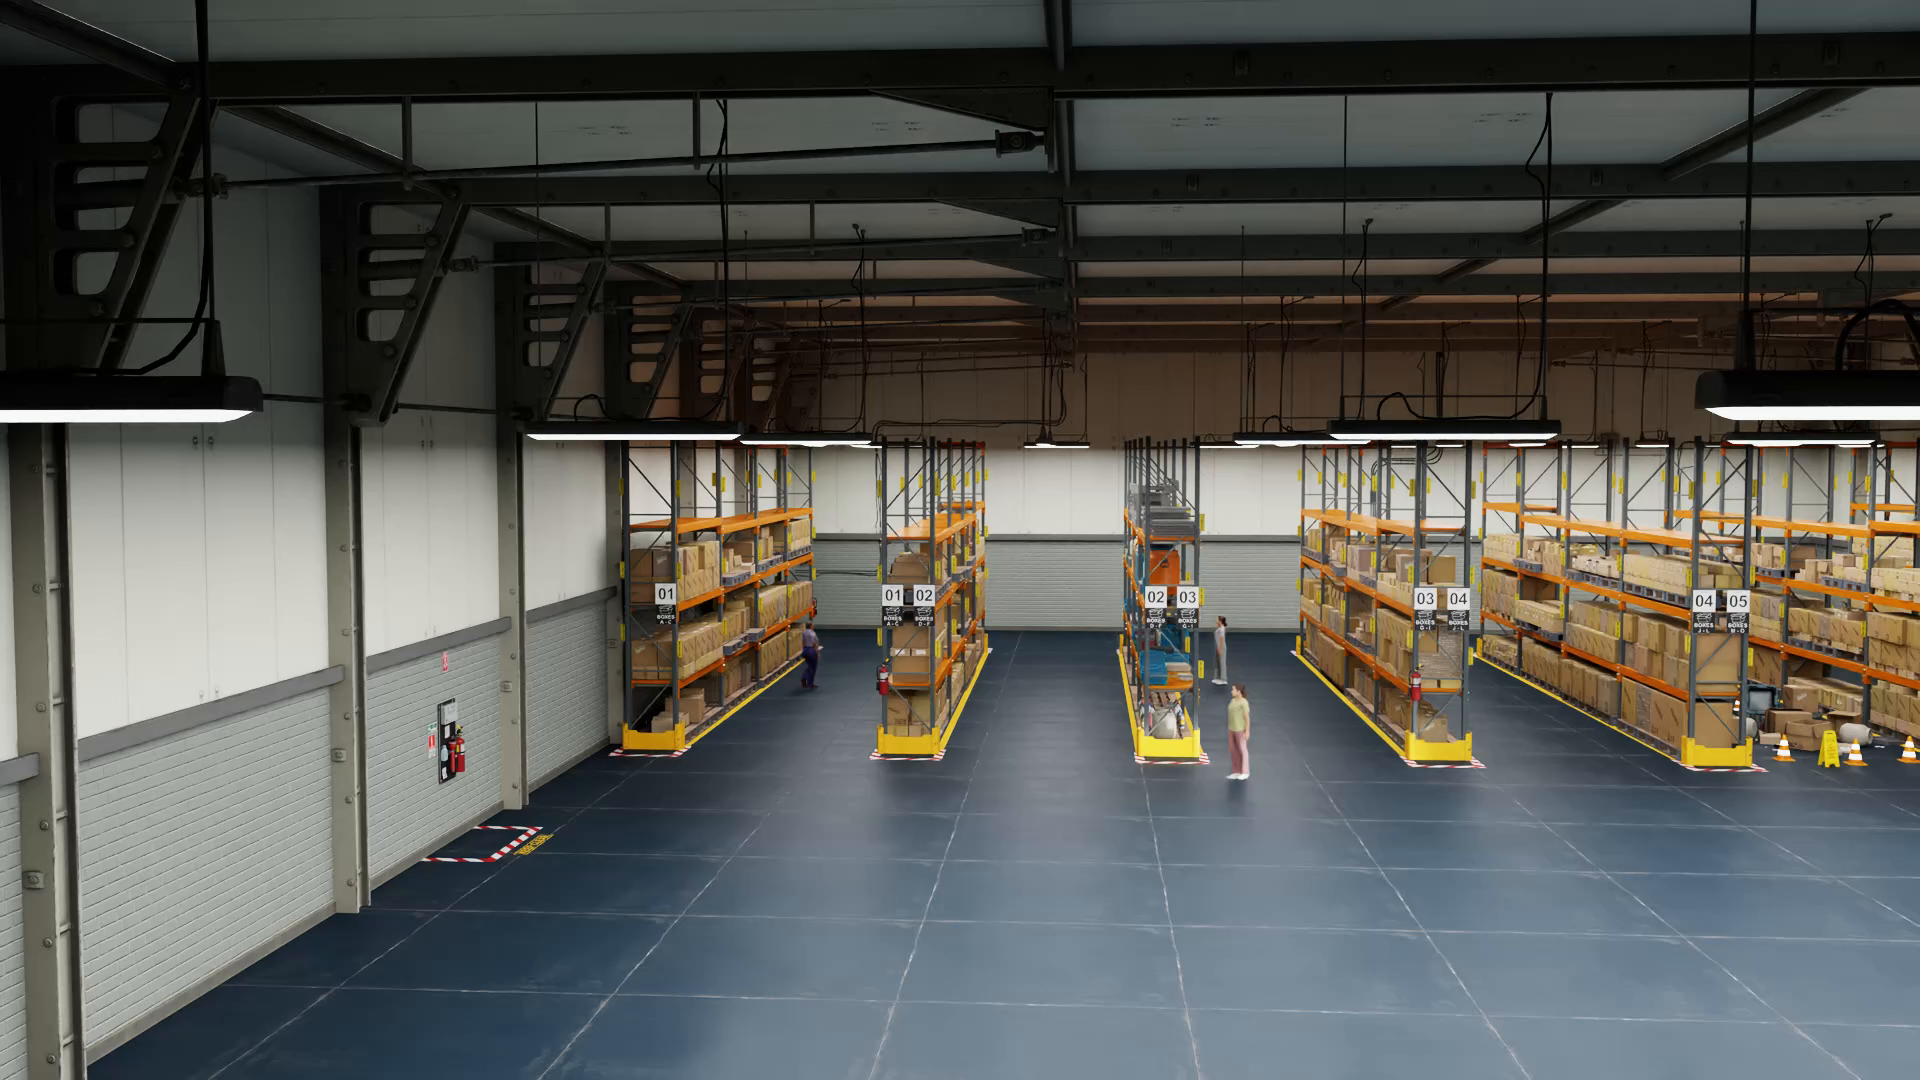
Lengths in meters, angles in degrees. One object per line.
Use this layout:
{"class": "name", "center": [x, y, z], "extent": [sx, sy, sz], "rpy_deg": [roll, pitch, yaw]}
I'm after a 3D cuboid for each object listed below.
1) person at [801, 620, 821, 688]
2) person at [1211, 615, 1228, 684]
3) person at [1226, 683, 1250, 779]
{"class": "person", "center": [-3.588, 2.750, 40.084], "extent": [0.454, 1.643, 0.492], "rpy_deg": [-3, 4, -44]}
{"class": "person", "center": [6.381, 2.690, 40.906], "extent": [0.379, 1.675, 0.484], "rpy_deg": [-1, 3, -13]}
{"class": "person", "center": [4.871, 3.343, 28.991], "extent": [0.362, 1.708, 0.554], "rpy_deg": [-2, 4, -31]}
